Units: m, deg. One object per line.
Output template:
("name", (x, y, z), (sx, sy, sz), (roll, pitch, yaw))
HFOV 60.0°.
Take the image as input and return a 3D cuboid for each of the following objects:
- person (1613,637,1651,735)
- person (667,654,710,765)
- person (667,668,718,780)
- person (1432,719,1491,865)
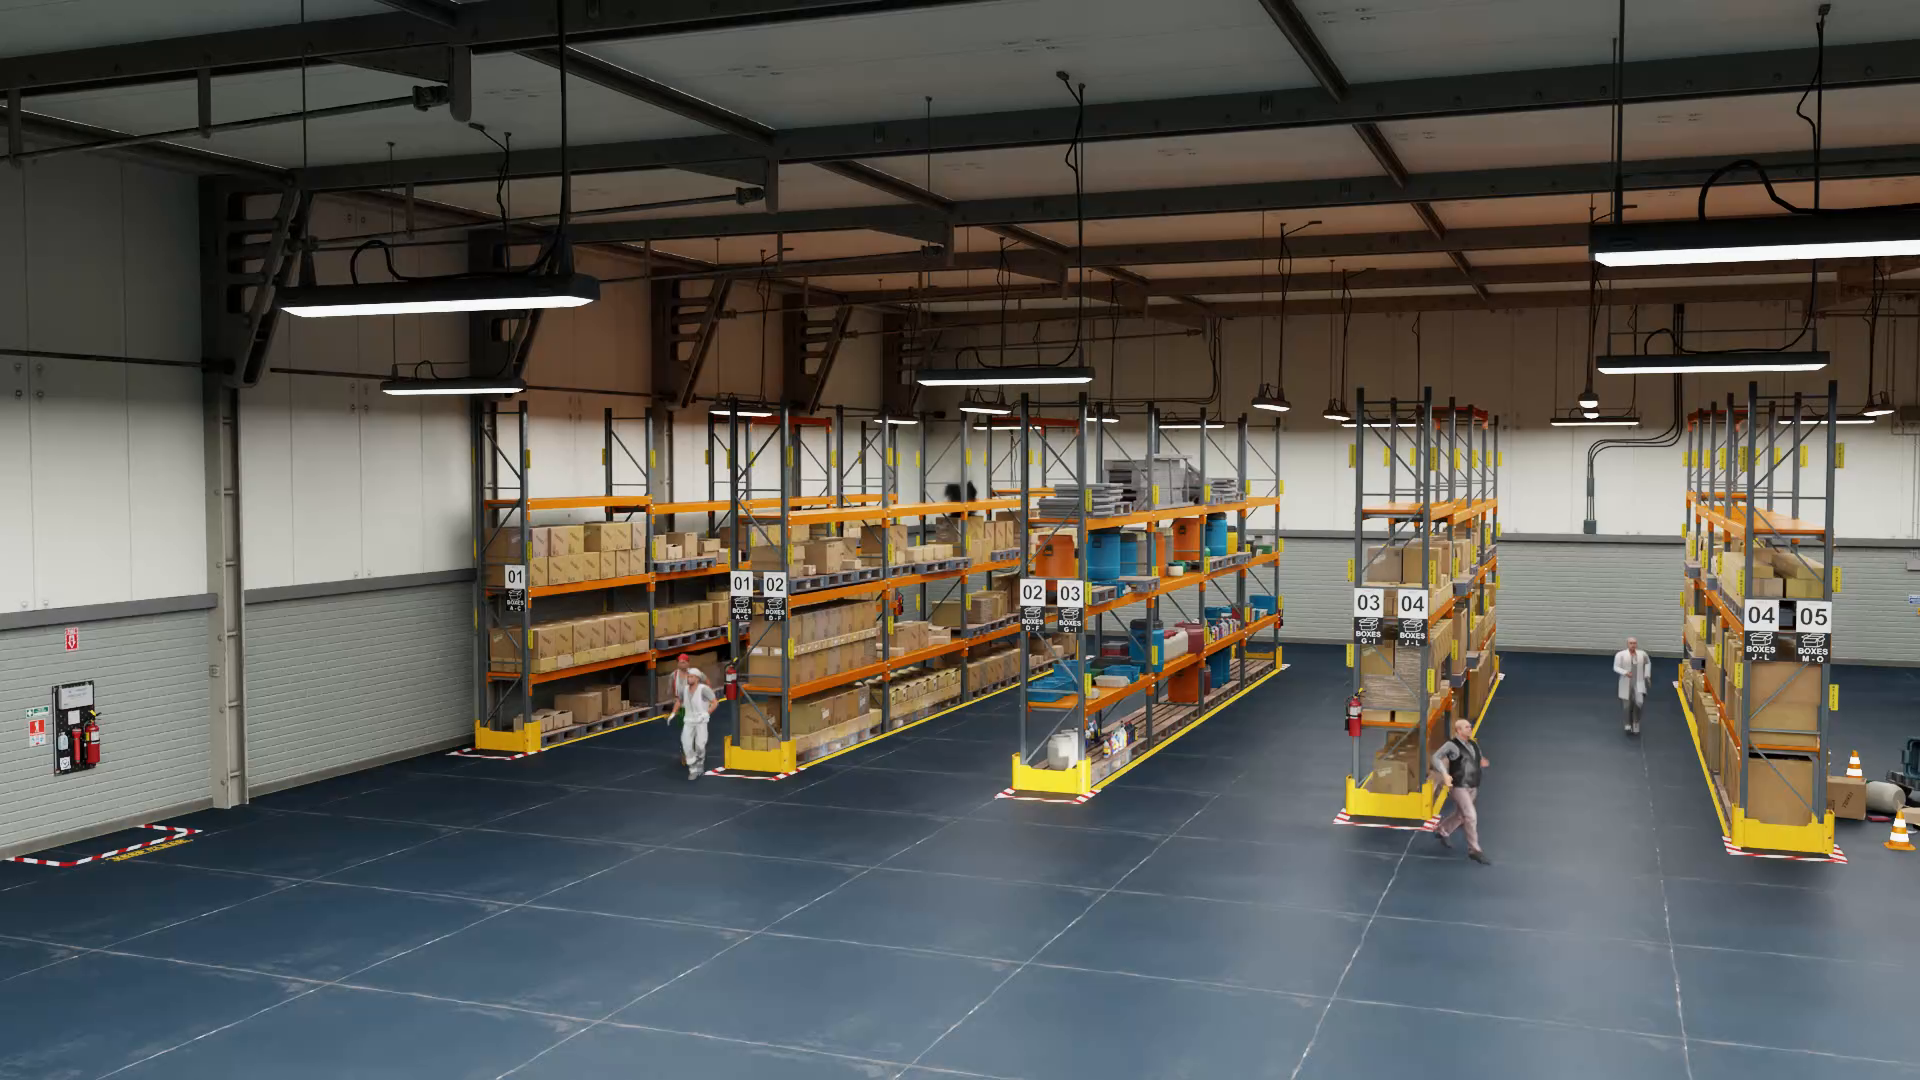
("person", (12.228, 2.650, 30.242), (0.672, 1.771, 0.838), (1, 3, 15))
("person", (-4.530, 2.774, 27.599), (0.670, 1.810, 0.848), (1, 3, 21))
("person", (-4.205, 2.878, 26.088), (0.829, 1.738, 0.531), (0, 3, 8))
("person", (6.292, 3.104, 20.785), (0.649, 1.730, 0.938), (-2, 3, -37))
